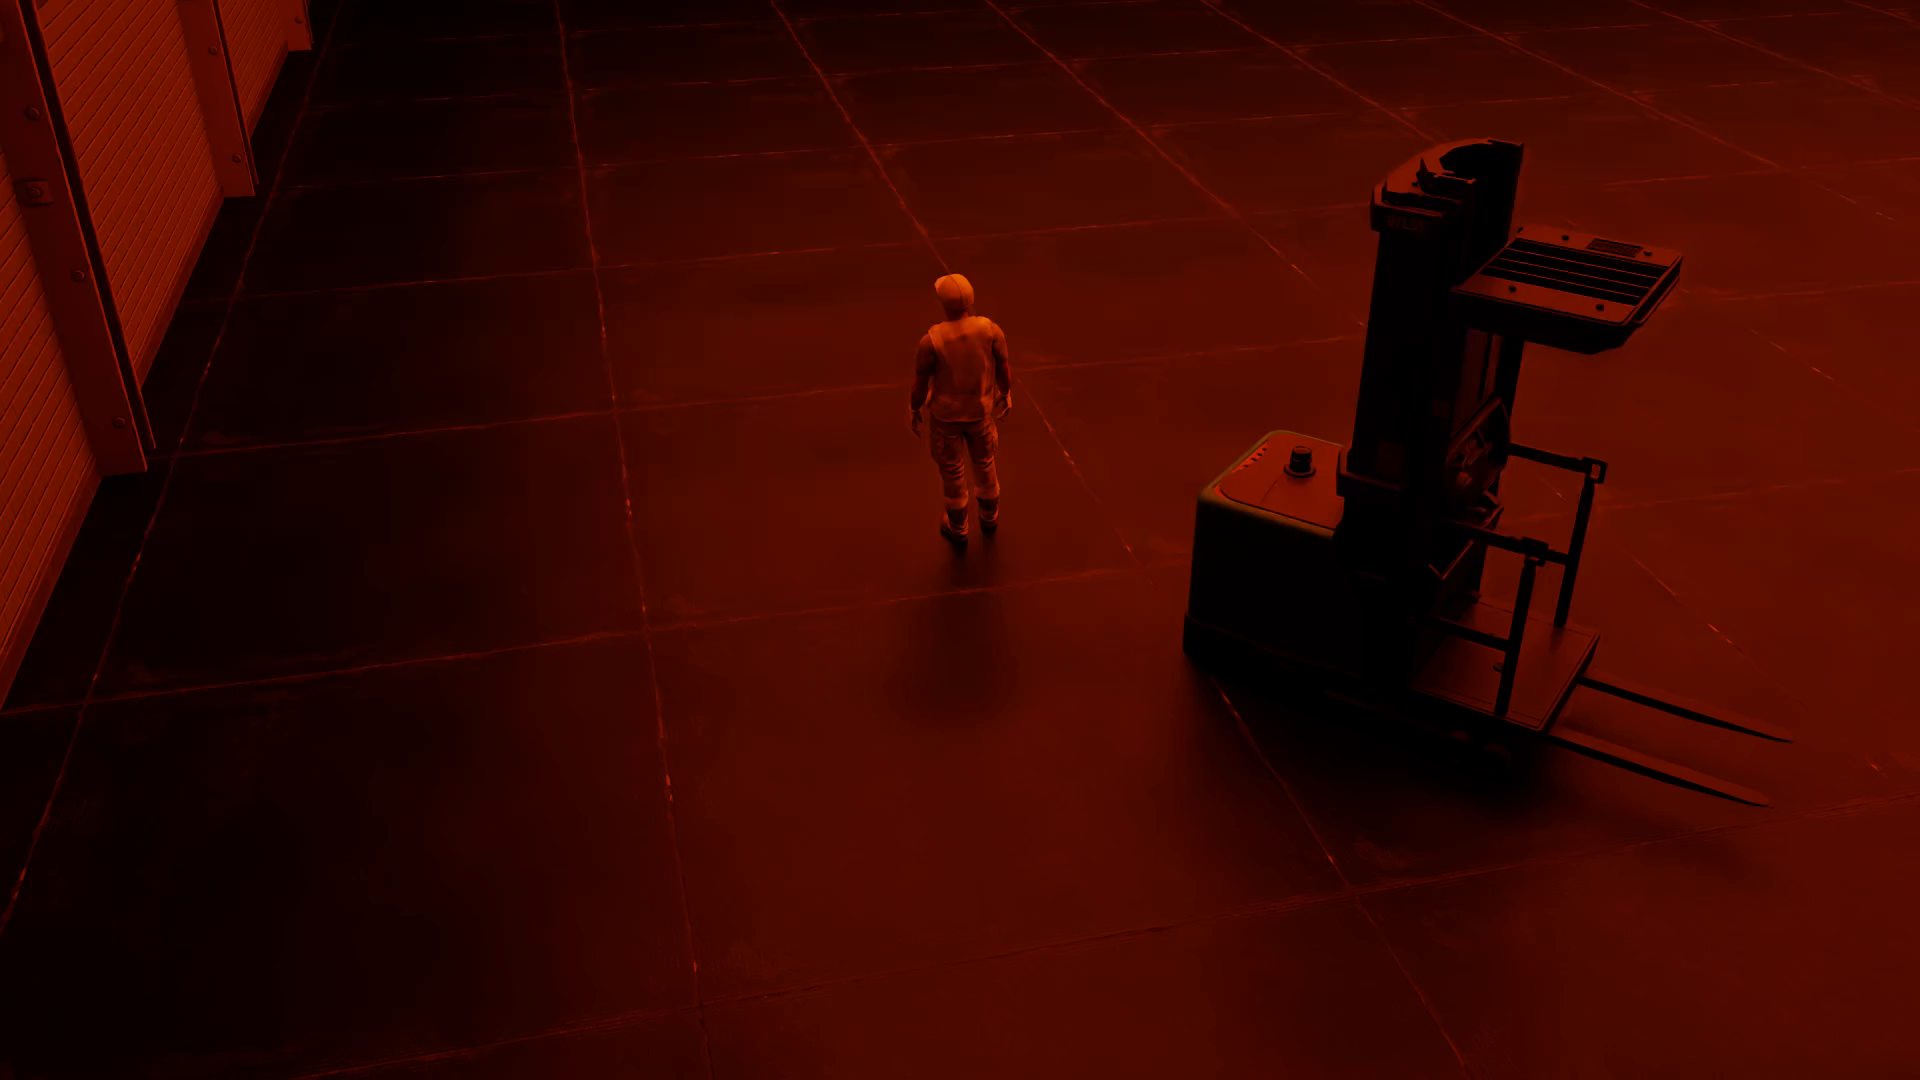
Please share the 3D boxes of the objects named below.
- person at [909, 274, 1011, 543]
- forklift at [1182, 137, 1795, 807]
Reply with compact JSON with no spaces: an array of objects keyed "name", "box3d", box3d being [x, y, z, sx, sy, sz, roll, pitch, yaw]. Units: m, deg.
[{"name":"person","box3d":[-0.007,-0.821,10.119,0.637,1.790,0.562,-7,31,-12]},{"name":"forklift","box3d":[2.752,-0.375,8.222,3.031,2.935,1.130,19,35,29]}]
